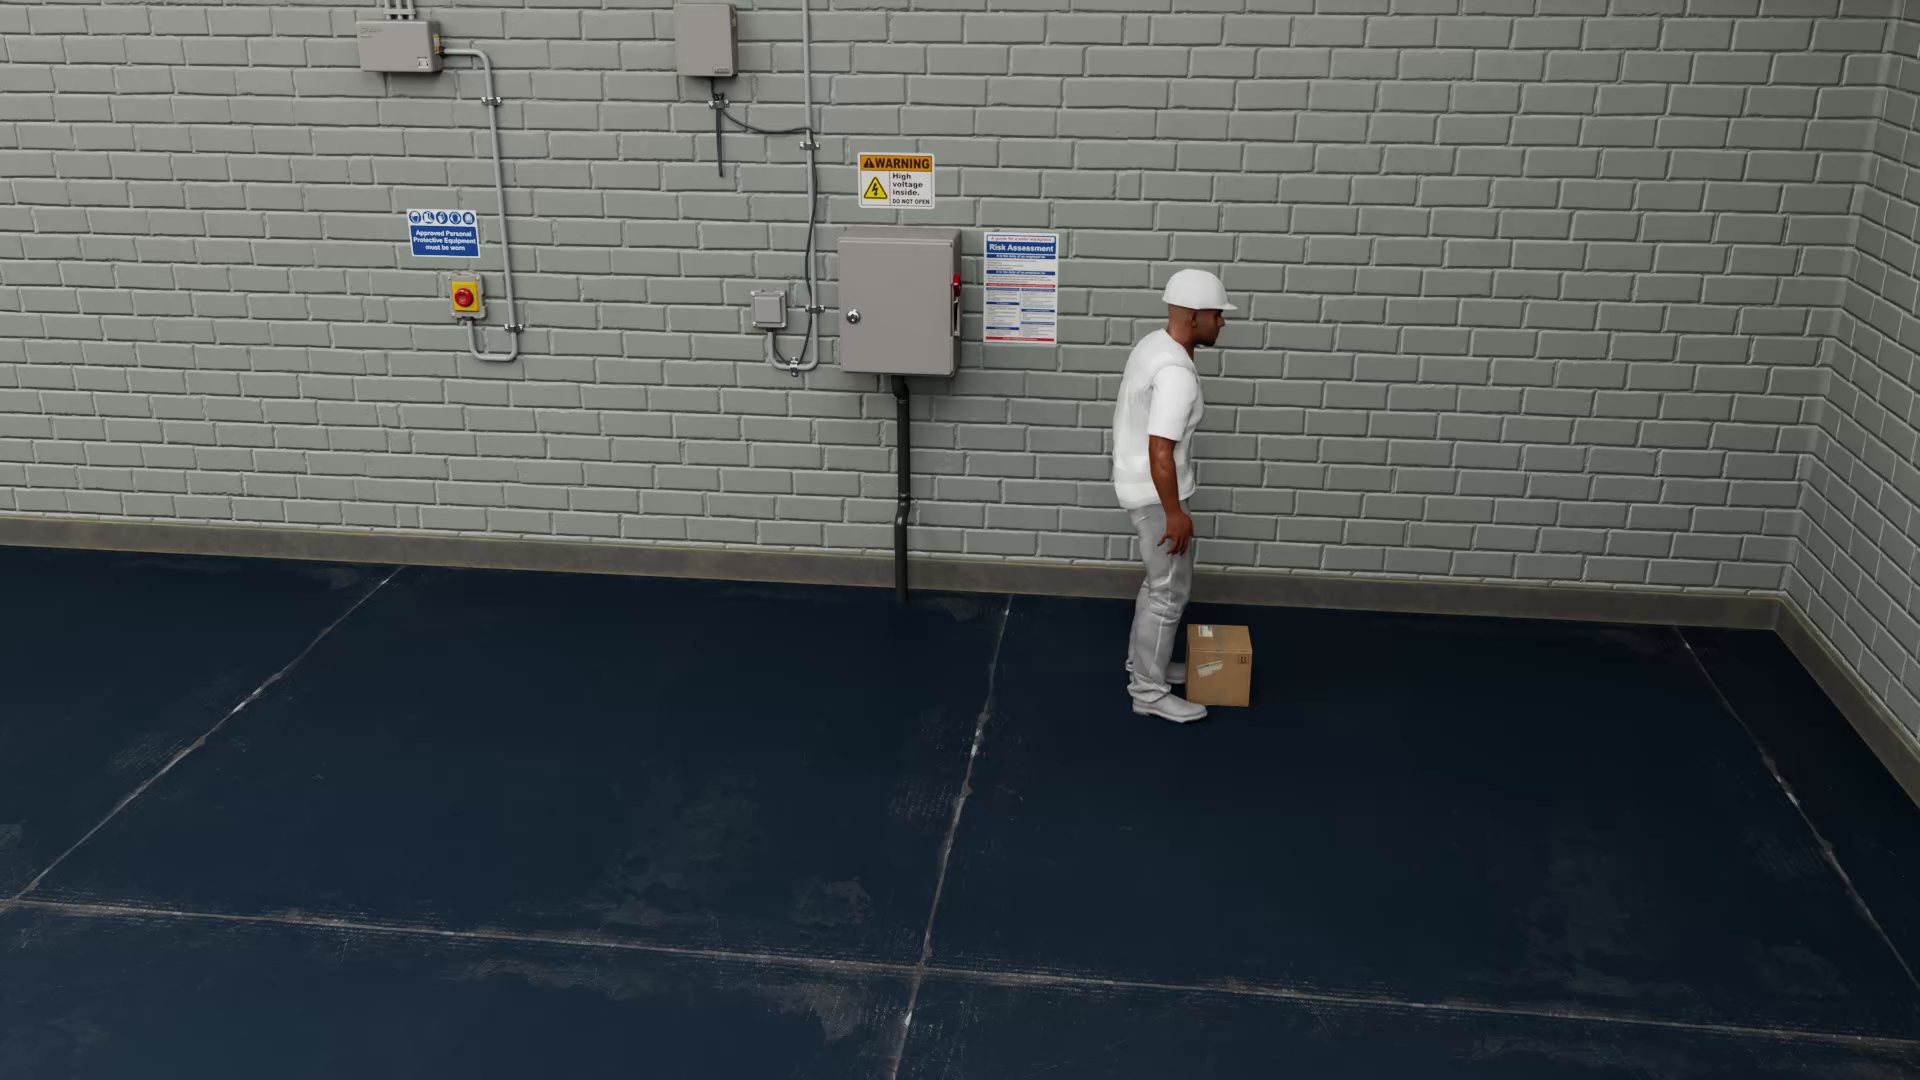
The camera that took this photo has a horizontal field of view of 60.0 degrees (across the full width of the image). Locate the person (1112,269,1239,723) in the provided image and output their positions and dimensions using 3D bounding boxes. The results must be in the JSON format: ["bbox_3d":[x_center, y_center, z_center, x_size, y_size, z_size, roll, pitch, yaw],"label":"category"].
[{"bbox_3d":[0.825,-0.191,6.555,0.461,1.759,0.629,1,21,3],"label":"person"}]
